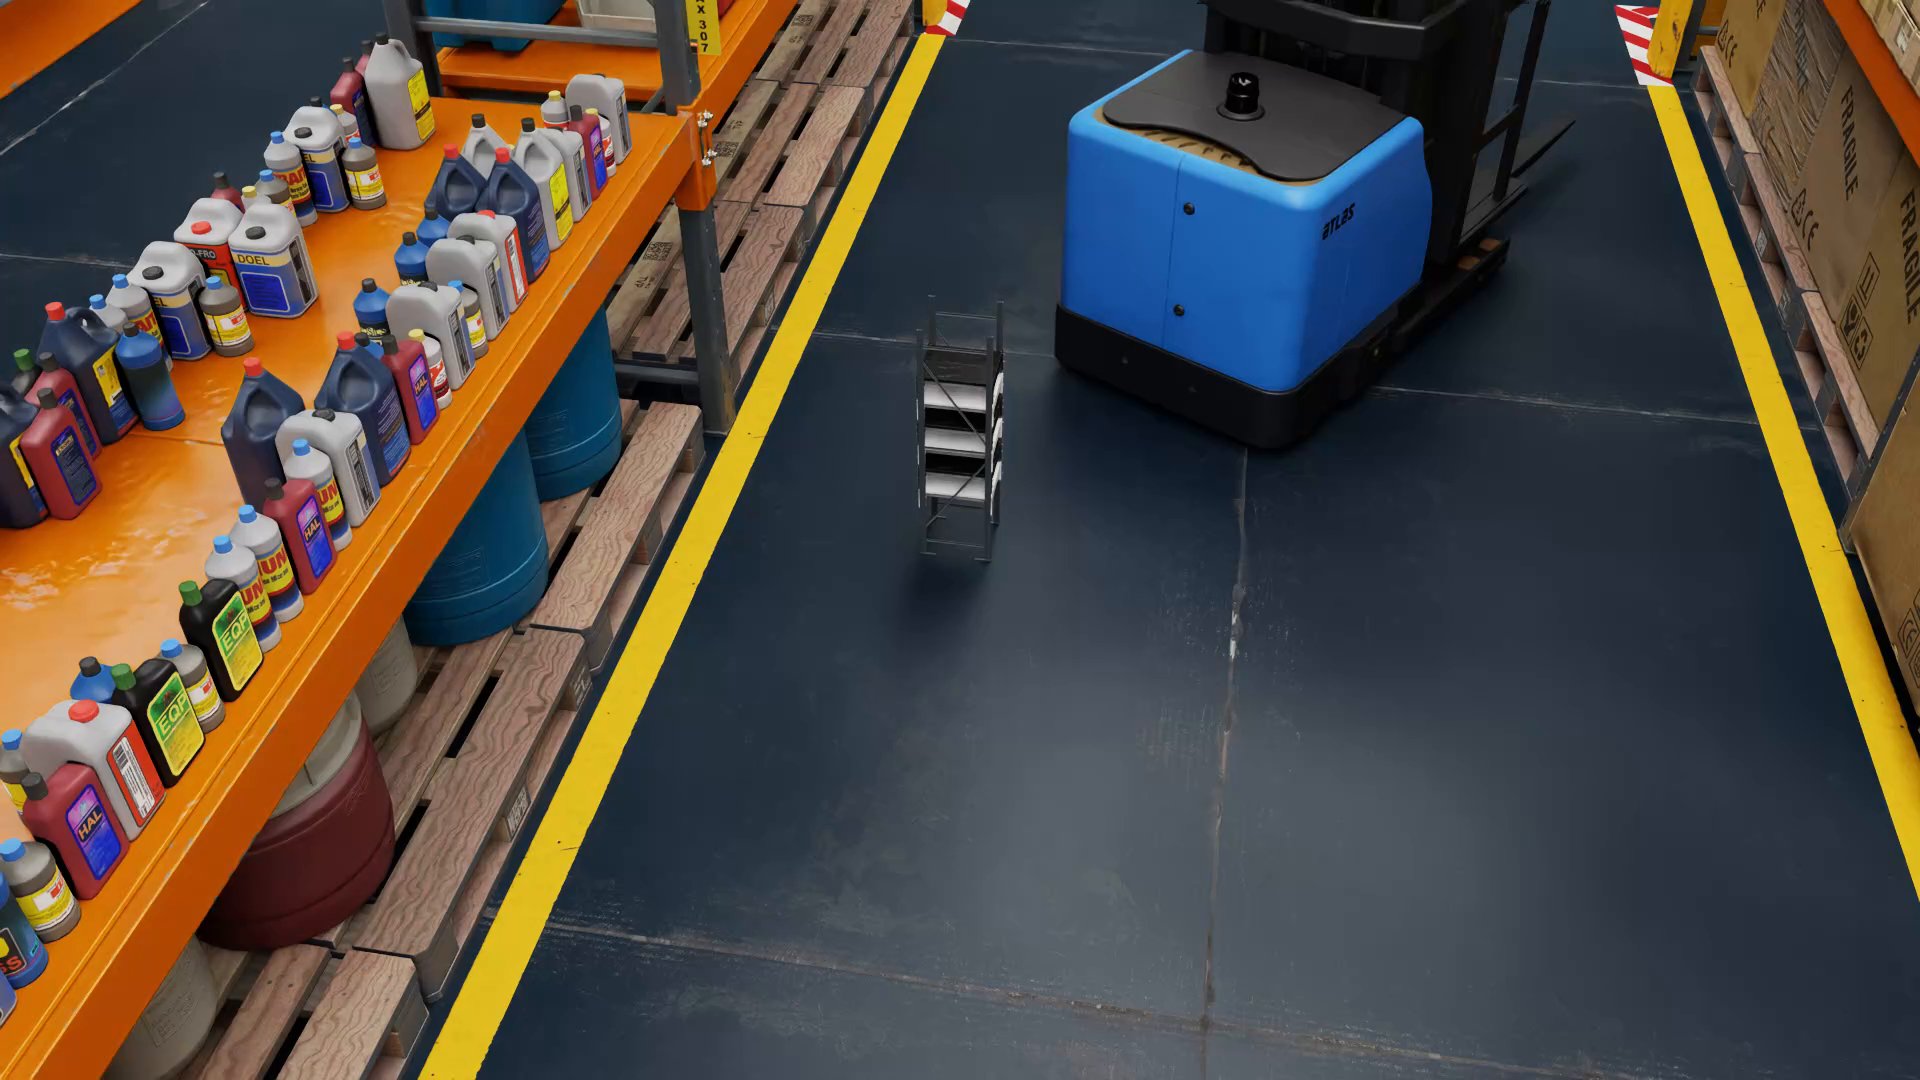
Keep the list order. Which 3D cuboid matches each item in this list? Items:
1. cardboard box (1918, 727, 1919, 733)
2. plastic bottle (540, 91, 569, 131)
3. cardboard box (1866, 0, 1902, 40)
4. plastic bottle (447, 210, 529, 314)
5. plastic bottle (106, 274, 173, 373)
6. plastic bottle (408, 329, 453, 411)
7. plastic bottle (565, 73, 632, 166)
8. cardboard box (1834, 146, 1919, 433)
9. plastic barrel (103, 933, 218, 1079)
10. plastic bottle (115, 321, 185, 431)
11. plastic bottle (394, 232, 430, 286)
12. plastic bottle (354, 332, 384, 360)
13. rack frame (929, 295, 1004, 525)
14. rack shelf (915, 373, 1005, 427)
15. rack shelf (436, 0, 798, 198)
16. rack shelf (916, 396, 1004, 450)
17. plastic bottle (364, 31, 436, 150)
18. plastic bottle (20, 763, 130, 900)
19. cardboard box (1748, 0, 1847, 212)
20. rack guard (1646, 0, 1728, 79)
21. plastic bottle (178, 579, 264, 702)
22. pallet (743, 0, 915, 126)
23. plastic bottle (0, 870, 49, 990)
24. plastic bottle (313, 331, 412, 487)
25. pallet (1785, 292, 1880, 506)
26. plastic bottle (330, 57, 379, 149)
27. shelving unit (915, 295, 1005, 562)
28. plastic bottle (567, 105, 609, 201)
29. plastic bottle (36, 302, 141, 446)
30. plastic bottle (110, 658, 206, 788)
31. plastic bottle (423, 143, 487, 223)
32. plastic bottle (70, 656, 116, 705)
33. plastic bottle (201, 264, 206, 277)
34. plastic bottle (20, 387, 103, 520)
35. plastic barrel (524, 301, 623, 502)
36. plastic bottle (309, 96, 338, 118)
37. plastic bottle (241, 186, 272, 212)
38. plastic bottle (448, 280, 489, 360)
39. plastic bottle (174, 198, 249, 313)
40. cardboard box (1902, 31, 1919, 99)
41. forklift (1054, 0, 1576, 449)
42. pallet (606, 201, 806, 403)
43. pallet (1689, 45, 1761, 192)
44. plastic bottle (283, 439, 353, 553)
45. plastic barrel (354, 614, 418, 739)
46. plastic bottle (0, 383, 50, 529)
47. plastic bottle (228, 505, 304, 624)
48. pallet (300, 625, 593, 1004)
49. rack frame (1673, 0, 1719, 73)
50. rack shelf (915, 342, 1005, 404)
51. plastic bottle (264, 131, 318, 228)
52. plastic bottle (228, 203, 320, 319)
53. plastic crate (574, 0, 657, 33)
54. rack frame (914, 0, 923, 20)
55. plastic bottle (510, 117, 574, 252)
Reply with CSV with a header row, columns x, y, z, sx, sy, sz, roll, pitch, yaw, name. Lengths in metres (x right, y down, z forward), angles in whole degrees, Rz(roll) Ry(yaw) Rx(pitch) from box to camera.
x,y,z,sx,sy,sz,roll,pitch,yaw,name
3.282,0.536,4.085,1.225,0.875,0.875,5,40,6,cardboard box
-1.227,-1.274,5.093,0.097,0.201,0.097,0,40,0,plastic bottle
3.435,-1.862,5.845,0.380,0.149,0.250,7,40,9,cardboard box
-1.251,-0.755,4.406,0.152,0.276,0.135,6,40,8,plastic bottle
-2.054,-0.537,4.147,0.097,0.271,0.097,0,40,0,plastic bottle
-1.308,-0.420,4.060,0.097,0.201,0.097,0,40,0,plastic bottle
-1.101,-1.301,5.067,0.152,0.276,0.135,6,40,8,plastic bottle
3.720,-0.834,5.742,0.875,0.875,0.875,6,40,8,cardboard box
-1.966,1.003,3.806,0.421,0.512,0.421,0,40,0,plastic barrel
-1.945,-0.399,3.980,0.097,0.271,0.097,0,40,0,plastic bottle
-1.401,-0.671,4.308,0.097,0.271,0.097,0,40,0,plastic bottle
-1.391,-0.370,3.945,0.097,0.271,0.097,0,40,0,plastic bottle
0.019,-0.416,5.547,0.240,0.900,0.006,6,40,8,rack frame
0.001,-0.465,5.376,0.258,0.077,0.200,6,40,8,rack shelf
-1.005,-2.609,7.117,1.077,0.370,4.000,6,40,8,rack shelf
0.001,-0.396,5.433,0.258,0.077,0.200,6,40,8,rack shelf
-1.738,-1.402,5.130,0.144,0.351,0.185,6,40,8,plastic bottle
-1.548,0.487,2.899,0.061,0.283,0.133,6,40,8,plastic bottle
4.030,-1.957,7.101,0.875,0.875,0.875,6,40,8,cardboard box
4.224,-2.647,8.560,1.175,0.500,0.348,6,40,8,rack guard
-1.462,0.174,3.278,0.061,0.283,0.133,6,40,8,plastic bottle
-0.840,-2.554,8.673,1.003,0.211,1.213,6,40,8,pallet
-1.603,0.623,2.744,0.097,0.271,0.097,0,40,0,plastic bottle
-1.378,-0.308,3.808,0.144,0.351,0.185,6,40,8,plastic bottle
3.736,-0.479,6.164,1.003,0.211,1.213,6,40,8,pallet
-1.858,-1.320,5.084,0.061,0.283,0.133,6,40,8,plastic bottle
0.001,-0.352,5.469,0.258,0.900,0.210,6,40,8,shelving unit
-1.096,-1.153,4.883,0.061,0.283,0.133,6,40,8,plastic bottle
-2.072,-0.415,3.937,0.144,0.351,0.185,6,40,8,plastic bottle
-1.502,0.318,3.102,0.061,0.283,0.133,6,40,8,plastic bottle
-1.362,-0.900,4.523,0.144,0.351,0.185,6,40,8,plastic bottle
-1.583,0.326,3.103,0.097,0.271,0.097,0,40,0,plastic bottle
-2.014,-0.656,4.345,0.097,0.201,0.097,0,40,0,plastic bottle
-2.022,-0.195,3.723,0.061,0.283,0.133,6,40,8,plastic bottle
-1.462,-0.645,5.493,0.600,0.901,0.708,6,40,8,plastic barrel
-1.877,-1.180,4.924,0.097,0.271,0.097,0,40,0,plastic bottle
-1.950,-0.885,4.622,0.097,0.201,0.097,0,40,0,plastic bottle
-1.268,-0.566,4.236,0.097,0.201,0.097,0,40,0,plastic bottle
-1.967,-0.754,4.405,0.152,0.276,0.135,6,40,8,plastic bottle
3.346,-1.539,5.454,0.380,0.149,0.250,6,40,7,cardboard box
1.686,-2.338,6.277,1.130,2.935,3.031,27,47,29,forklift
-1.262,-1.023,6.821,1.003,0.211,1.213,6,40,8,pallet
4.158,-2.011,8.016,1.003,0.211,1.213,6,40,8,pallet
-1.403,-0.102,3.620,0.097,0.271,0.097,0,40,0,plastic bottle
-1.770,0.294,4.663,0.421,0.512,0.421,0,40,0,plastic barrel
-2.127,-0.216,3.696,0.144,0.351,0.185,6,40,8,plastic bottle
-1.443,0.043,3.445,0.097,0.271,0.097,0,40,0,plastic bottle
-1.734,0.691,4.749,1.003,0.211,1.213,6,40,8,pallet
4.219,-3.596,7.745,1.000,3.000,0.127,6,40,8,rack frame
0.001,-0.534,5.319,0.258,0.077,0.200,6,40,8,rack shelf
-1.917,-1.034,4.748,0.097,0.271,0.097,0,40,0,plastic bottle
-1.817,-0.737,4.385,0.152,0.276,0.135,6,40,8,plastic bottle
-1.130,-1.829,5.768,0.396,0.136,0.243,6,40,8,plastic crate
-0.659,-4.142,8.406,1.000,3.000,0.127,6,40,8,rack frame
-1.188,-1.000,4.644,0.144,0.351,0.185,6,40,8,plastic bottle
